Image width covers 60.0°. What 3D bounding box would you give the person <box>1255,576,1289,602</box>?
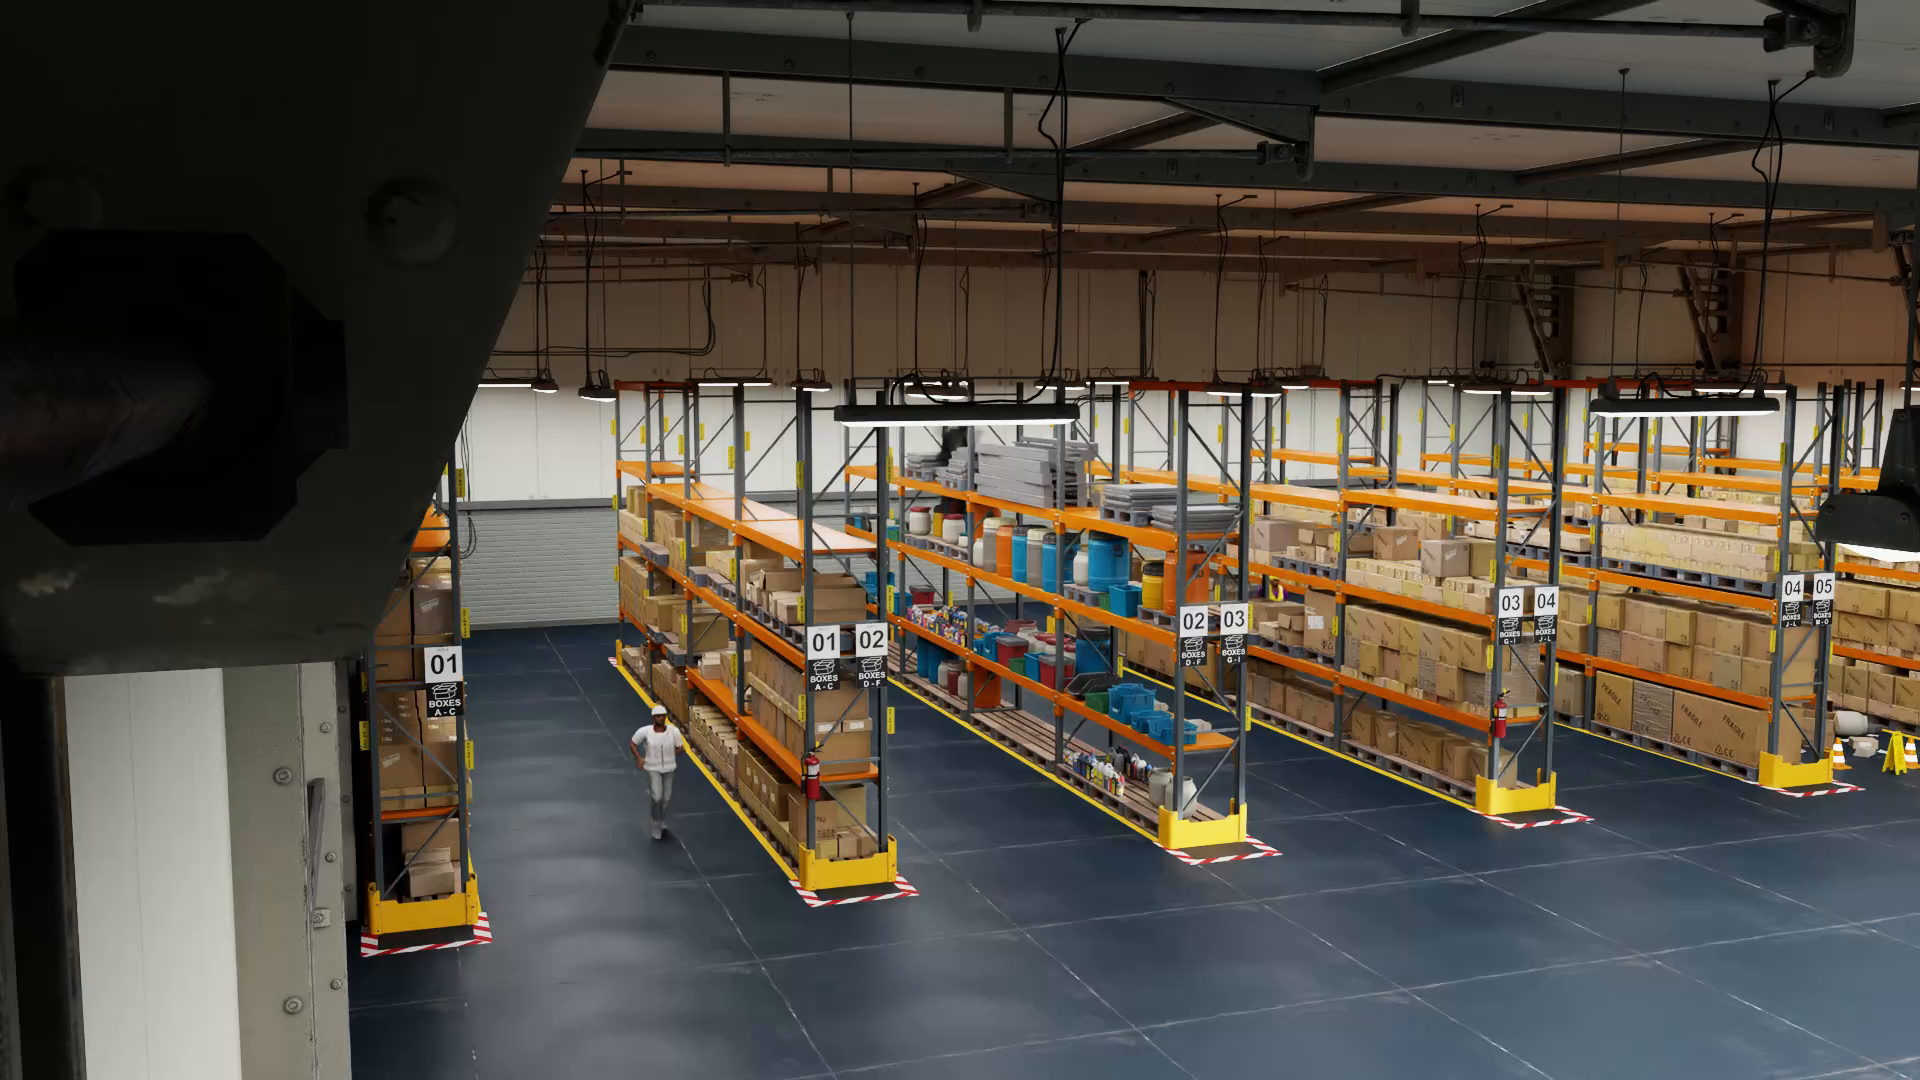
[{"bbox_3d":[6.865,1.625,36.383,0.652,1.793,1.104,-3,7,-23],"label":"person"}]

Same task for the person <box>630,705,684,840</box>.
[{"bbox_3d":[-4.009,3.111,22.268,0.675,1.805,0.689,-3,7,-26],"label":"person"}]
